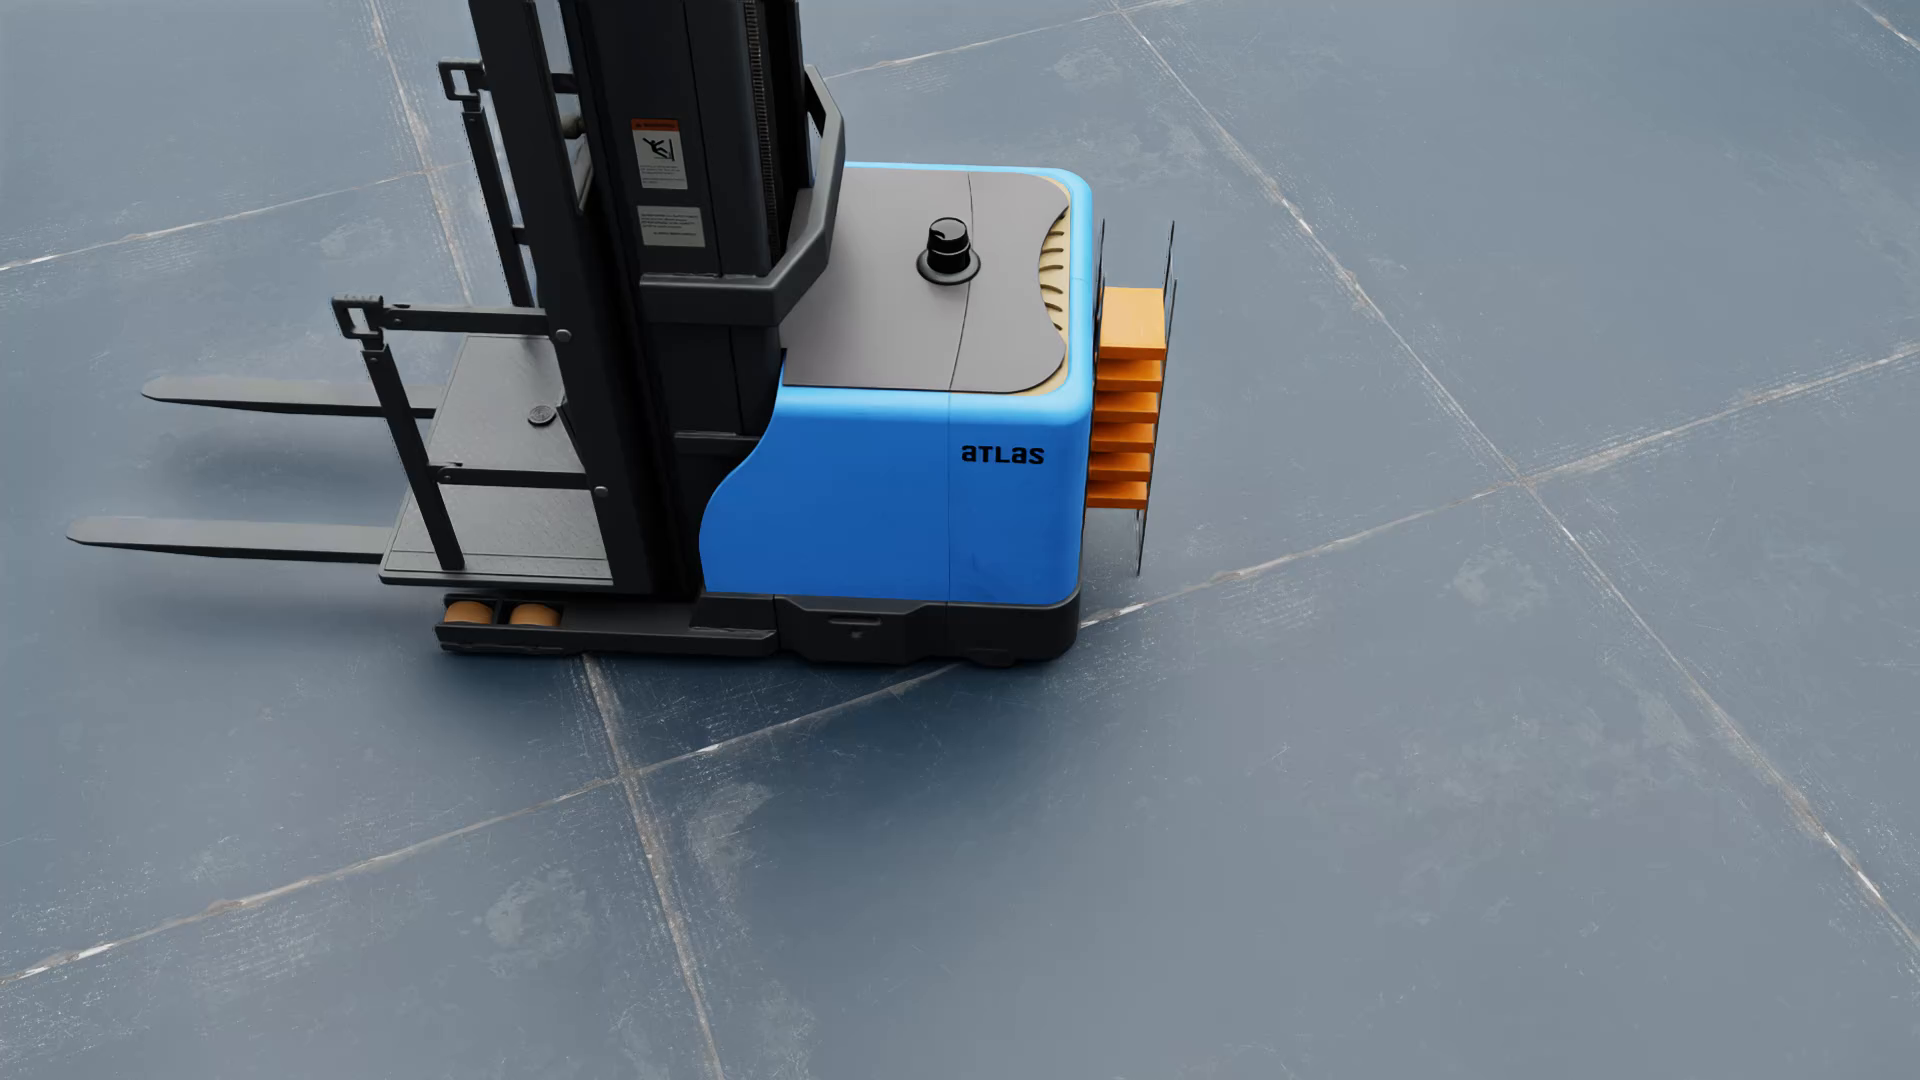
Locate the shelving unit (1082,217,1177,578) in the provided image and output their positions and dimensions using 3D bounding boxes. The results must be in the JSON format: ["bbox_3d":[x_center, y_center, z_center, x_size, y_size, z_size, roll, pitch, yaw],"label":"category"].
[{"bbox_3d":[0.467,-0.369,4.776,0.189,1.200,0.258,2,49,2],"label":"shelving unit"}]

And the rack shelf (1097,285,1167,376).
[{"bbox_3d":[0.467,-0.575,4.537,0.180,0.103,0.258,2,49,2],"label":"rack shelf"}]

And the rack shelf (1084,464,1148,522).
[{"bbox_3d":[0.467,-0.184,4.992,0.180,0.103,0.258,2,49,2],"label":"rack shelf"}]

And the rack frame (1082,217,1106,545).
[{"bbox_3d":[0.375,-0.373,4.779,0.006,1.200,0.240,2,49,2],"label":"rack frame"}]

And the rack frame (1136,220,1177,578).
[{"bbox_3d":[0.558,-0.365,4.773,0.006,1.200,0.240,2,49,2],"label":"rack frame"}]

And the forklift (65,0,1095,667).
[{"bbox_3d":[-1.145,-1.011,4.187,3.031,2.935,1.130,2,49,2],"label":"forklift"}]

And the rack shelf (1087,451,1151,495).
[{"bbox_3d":[0.467,-0.262,4.901,0.180,0.103,0.258,2,49,2],"label":"rack shelf"}]

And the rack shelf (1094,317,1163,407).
[{"bbox_3d":[0.467,-0.496,4.628,0.180,0.103,0.258,2,49,2],"label":"rack shelf"}]

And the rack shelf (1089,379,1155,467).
[{"bbox_3d":[0.467,-0.340,4.810,0.180,0.103,0.258,2,49,2],"label":"rack shelf"}]

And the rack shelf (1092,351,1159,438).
[{"bbox_3d":[0.467,-0.418,4.719,0.180,0.103,0.258,2,49,2],"label":"rack shelf"}]
